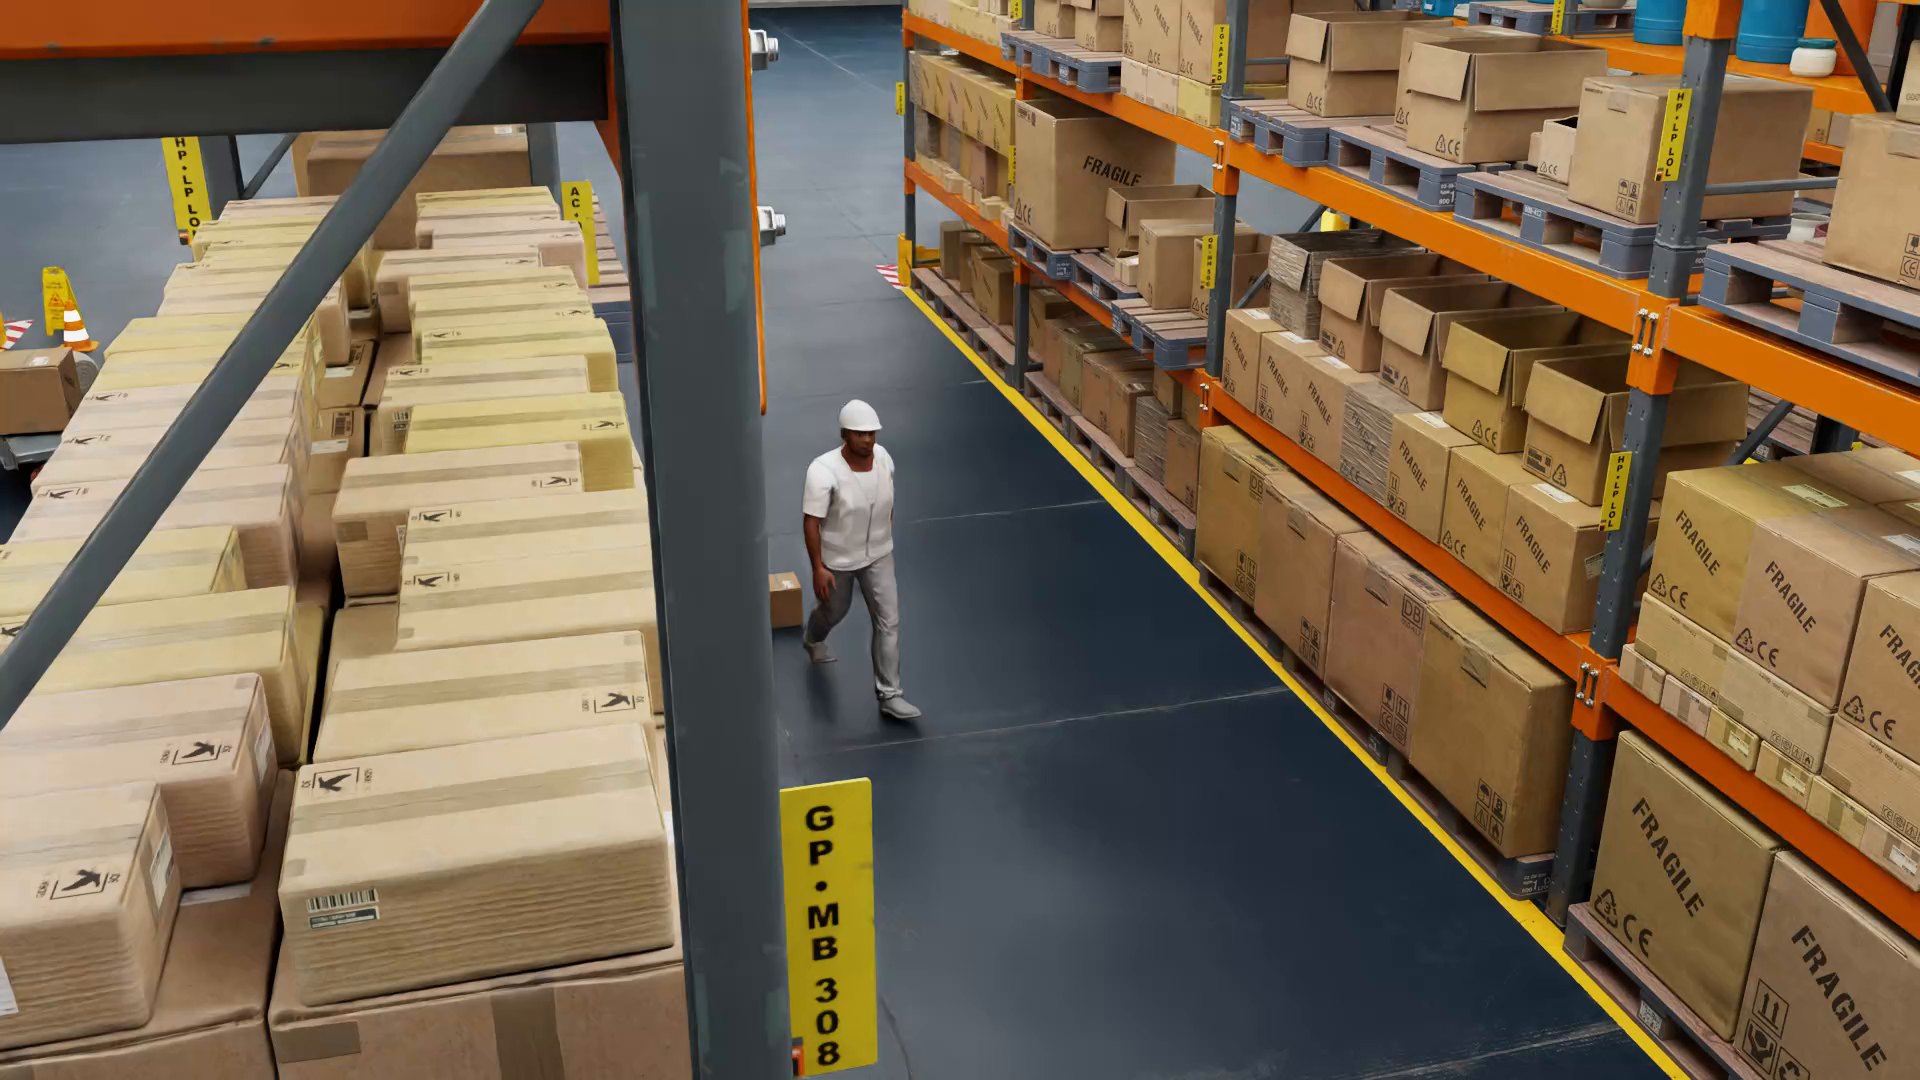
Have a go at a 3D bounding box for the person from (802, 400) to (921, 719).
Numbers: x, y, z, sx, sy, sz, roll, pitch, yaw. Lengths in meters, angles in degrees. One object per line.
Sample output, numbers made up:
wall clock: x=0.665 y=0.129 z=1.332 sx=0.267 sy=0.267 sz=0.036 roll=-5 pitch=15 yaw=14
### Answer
person: x=-0.583 y=0.067 z=8.933 sx=0.597 sy=1.725 sz=1.045 roll=-13 pitch=26 yaw=-28
